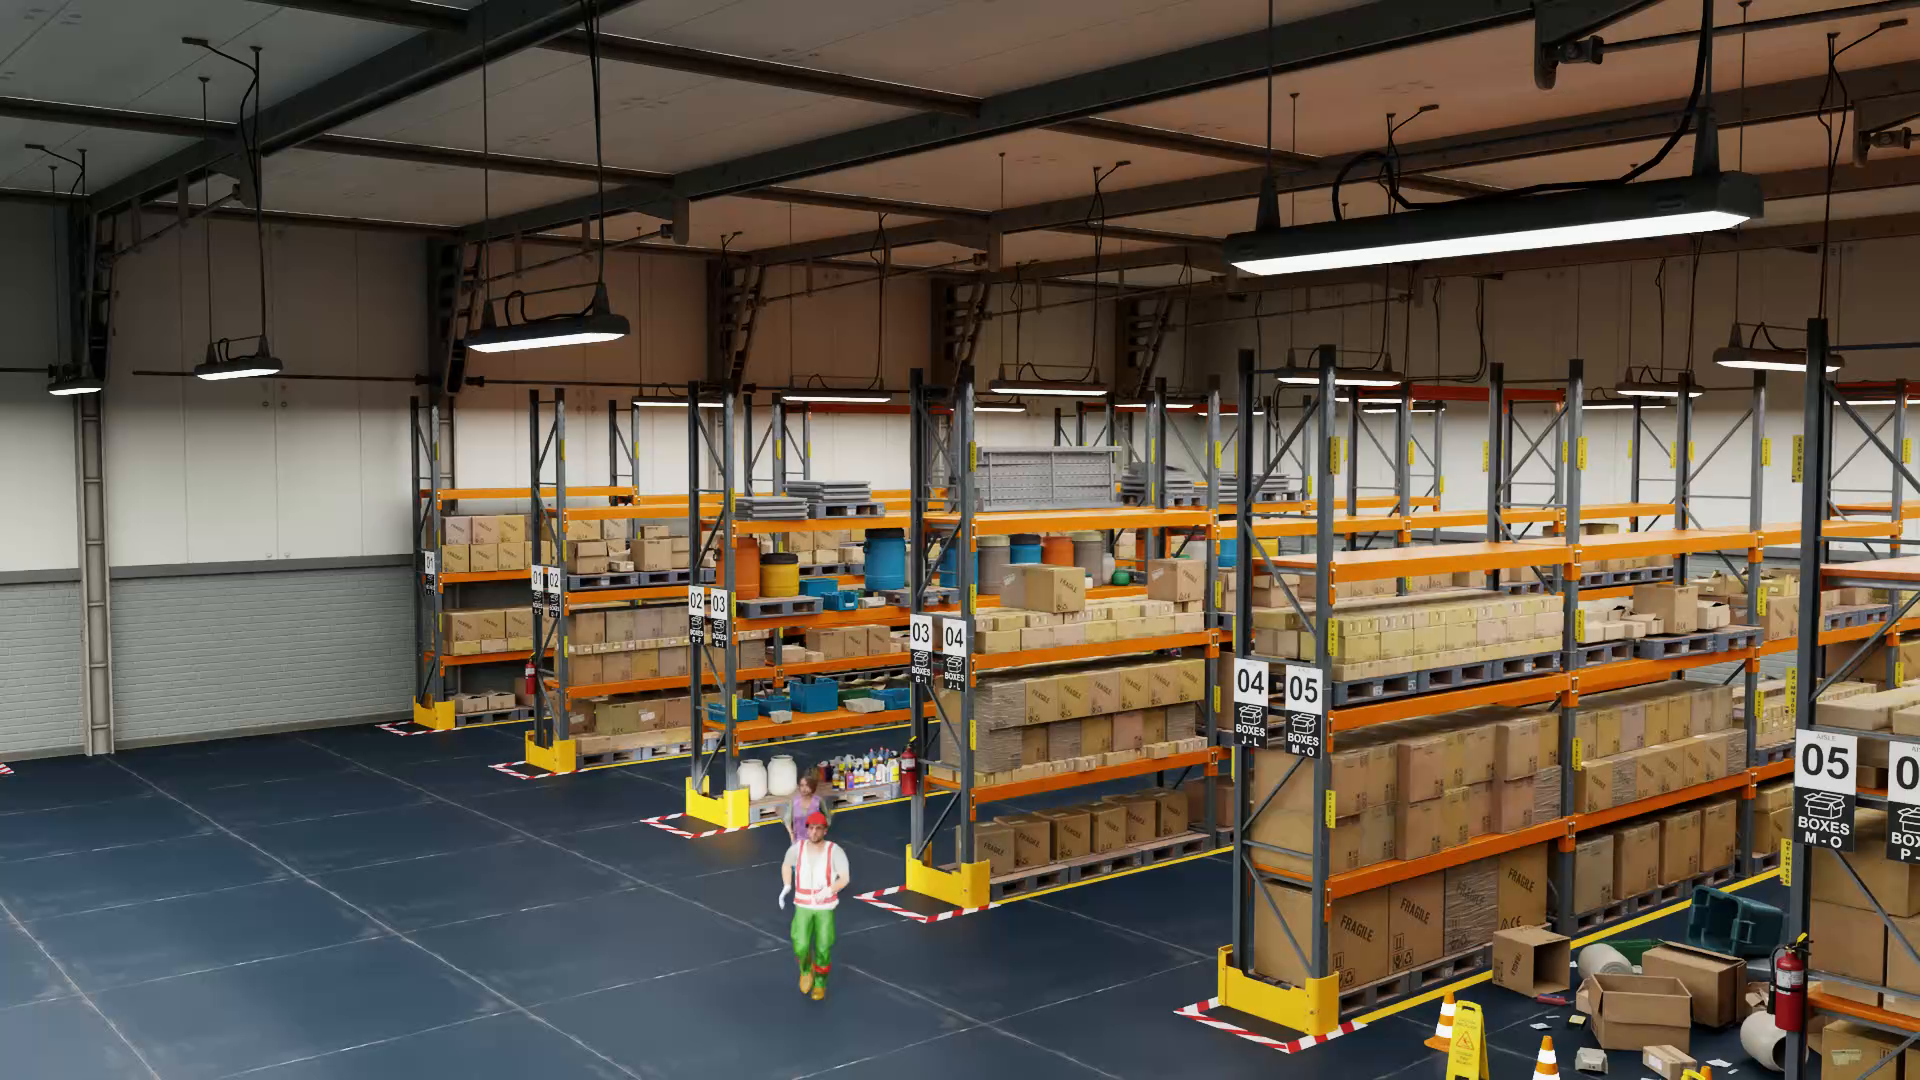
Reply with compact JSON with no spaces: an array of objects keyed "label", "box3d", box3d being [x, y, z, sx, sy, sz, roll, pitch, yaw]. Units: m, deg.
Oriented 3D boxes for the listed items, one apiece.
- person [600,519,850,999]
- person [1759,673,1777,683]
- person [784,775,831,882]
[{"label":"person","box3d":[-4.082,1.857,23.757,6.649,3.795,17.539,0,3,2]},{"label":"person","box3d":[12.083,2.839,25.004,0.867,1.710,0.479,-2,4,-30]},{"label":"person","box3d":[-1.665,3.330,18.114,0.524,1.575,0.529,0,3,6]}]
